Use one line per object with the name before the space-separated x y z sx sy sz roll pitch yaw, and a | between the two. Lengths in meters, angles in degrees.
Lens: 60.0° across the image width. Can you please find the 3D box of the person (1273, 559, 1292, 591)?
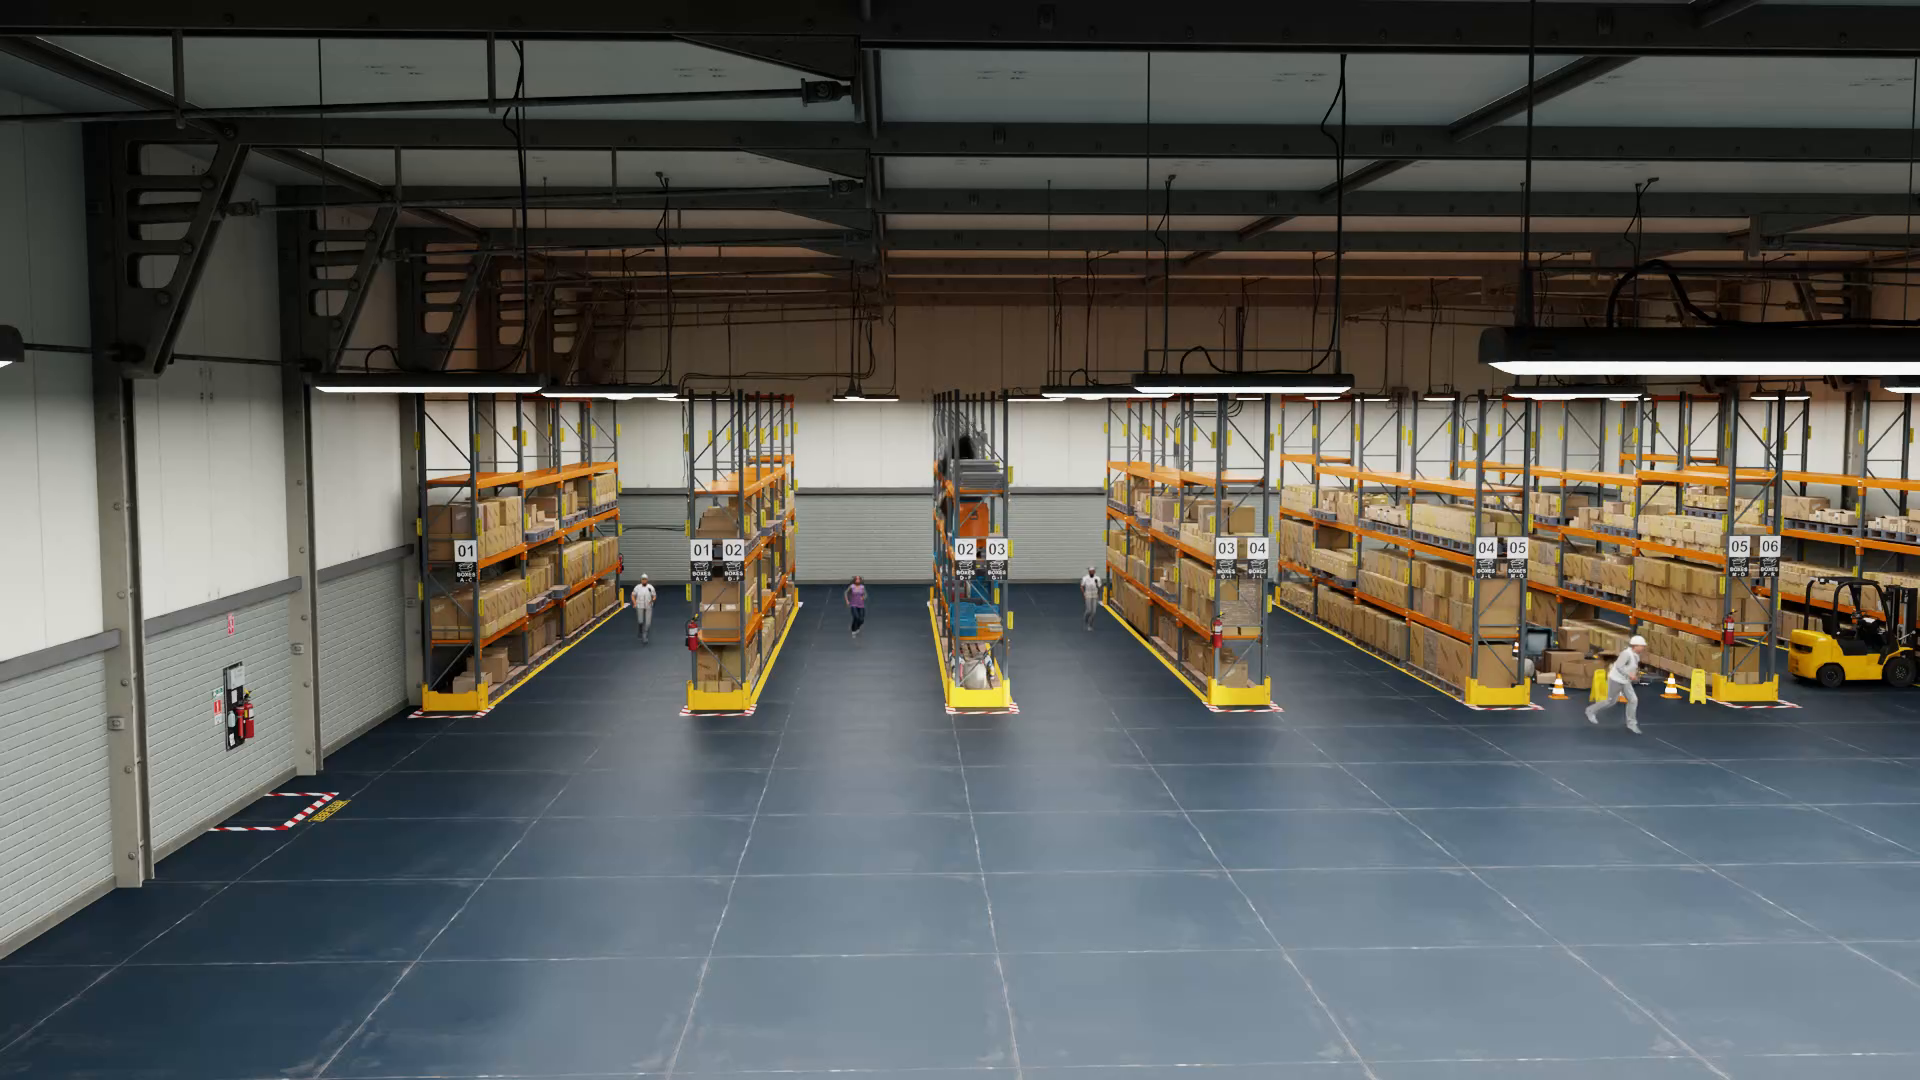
person | 9.576 0.866 49.094 0.627 1.758 0.723 2 5 21

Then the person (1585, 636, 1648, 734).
person | 11.547 2.513 29.252 1.045 1.729 0.697 4 6 38

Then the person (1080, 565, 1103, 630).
person | 3.337 1.464 42.001 0.560 1.667 0.567 0 5 -6

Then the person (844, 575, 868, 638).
person | -2.452 1.583 39.547 0.506 1.500 0.654 -2 5 -19

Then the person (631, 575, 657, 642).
person | -7.602 1.650 40.061 0.601 1.628 0.539 -1 5 -14
